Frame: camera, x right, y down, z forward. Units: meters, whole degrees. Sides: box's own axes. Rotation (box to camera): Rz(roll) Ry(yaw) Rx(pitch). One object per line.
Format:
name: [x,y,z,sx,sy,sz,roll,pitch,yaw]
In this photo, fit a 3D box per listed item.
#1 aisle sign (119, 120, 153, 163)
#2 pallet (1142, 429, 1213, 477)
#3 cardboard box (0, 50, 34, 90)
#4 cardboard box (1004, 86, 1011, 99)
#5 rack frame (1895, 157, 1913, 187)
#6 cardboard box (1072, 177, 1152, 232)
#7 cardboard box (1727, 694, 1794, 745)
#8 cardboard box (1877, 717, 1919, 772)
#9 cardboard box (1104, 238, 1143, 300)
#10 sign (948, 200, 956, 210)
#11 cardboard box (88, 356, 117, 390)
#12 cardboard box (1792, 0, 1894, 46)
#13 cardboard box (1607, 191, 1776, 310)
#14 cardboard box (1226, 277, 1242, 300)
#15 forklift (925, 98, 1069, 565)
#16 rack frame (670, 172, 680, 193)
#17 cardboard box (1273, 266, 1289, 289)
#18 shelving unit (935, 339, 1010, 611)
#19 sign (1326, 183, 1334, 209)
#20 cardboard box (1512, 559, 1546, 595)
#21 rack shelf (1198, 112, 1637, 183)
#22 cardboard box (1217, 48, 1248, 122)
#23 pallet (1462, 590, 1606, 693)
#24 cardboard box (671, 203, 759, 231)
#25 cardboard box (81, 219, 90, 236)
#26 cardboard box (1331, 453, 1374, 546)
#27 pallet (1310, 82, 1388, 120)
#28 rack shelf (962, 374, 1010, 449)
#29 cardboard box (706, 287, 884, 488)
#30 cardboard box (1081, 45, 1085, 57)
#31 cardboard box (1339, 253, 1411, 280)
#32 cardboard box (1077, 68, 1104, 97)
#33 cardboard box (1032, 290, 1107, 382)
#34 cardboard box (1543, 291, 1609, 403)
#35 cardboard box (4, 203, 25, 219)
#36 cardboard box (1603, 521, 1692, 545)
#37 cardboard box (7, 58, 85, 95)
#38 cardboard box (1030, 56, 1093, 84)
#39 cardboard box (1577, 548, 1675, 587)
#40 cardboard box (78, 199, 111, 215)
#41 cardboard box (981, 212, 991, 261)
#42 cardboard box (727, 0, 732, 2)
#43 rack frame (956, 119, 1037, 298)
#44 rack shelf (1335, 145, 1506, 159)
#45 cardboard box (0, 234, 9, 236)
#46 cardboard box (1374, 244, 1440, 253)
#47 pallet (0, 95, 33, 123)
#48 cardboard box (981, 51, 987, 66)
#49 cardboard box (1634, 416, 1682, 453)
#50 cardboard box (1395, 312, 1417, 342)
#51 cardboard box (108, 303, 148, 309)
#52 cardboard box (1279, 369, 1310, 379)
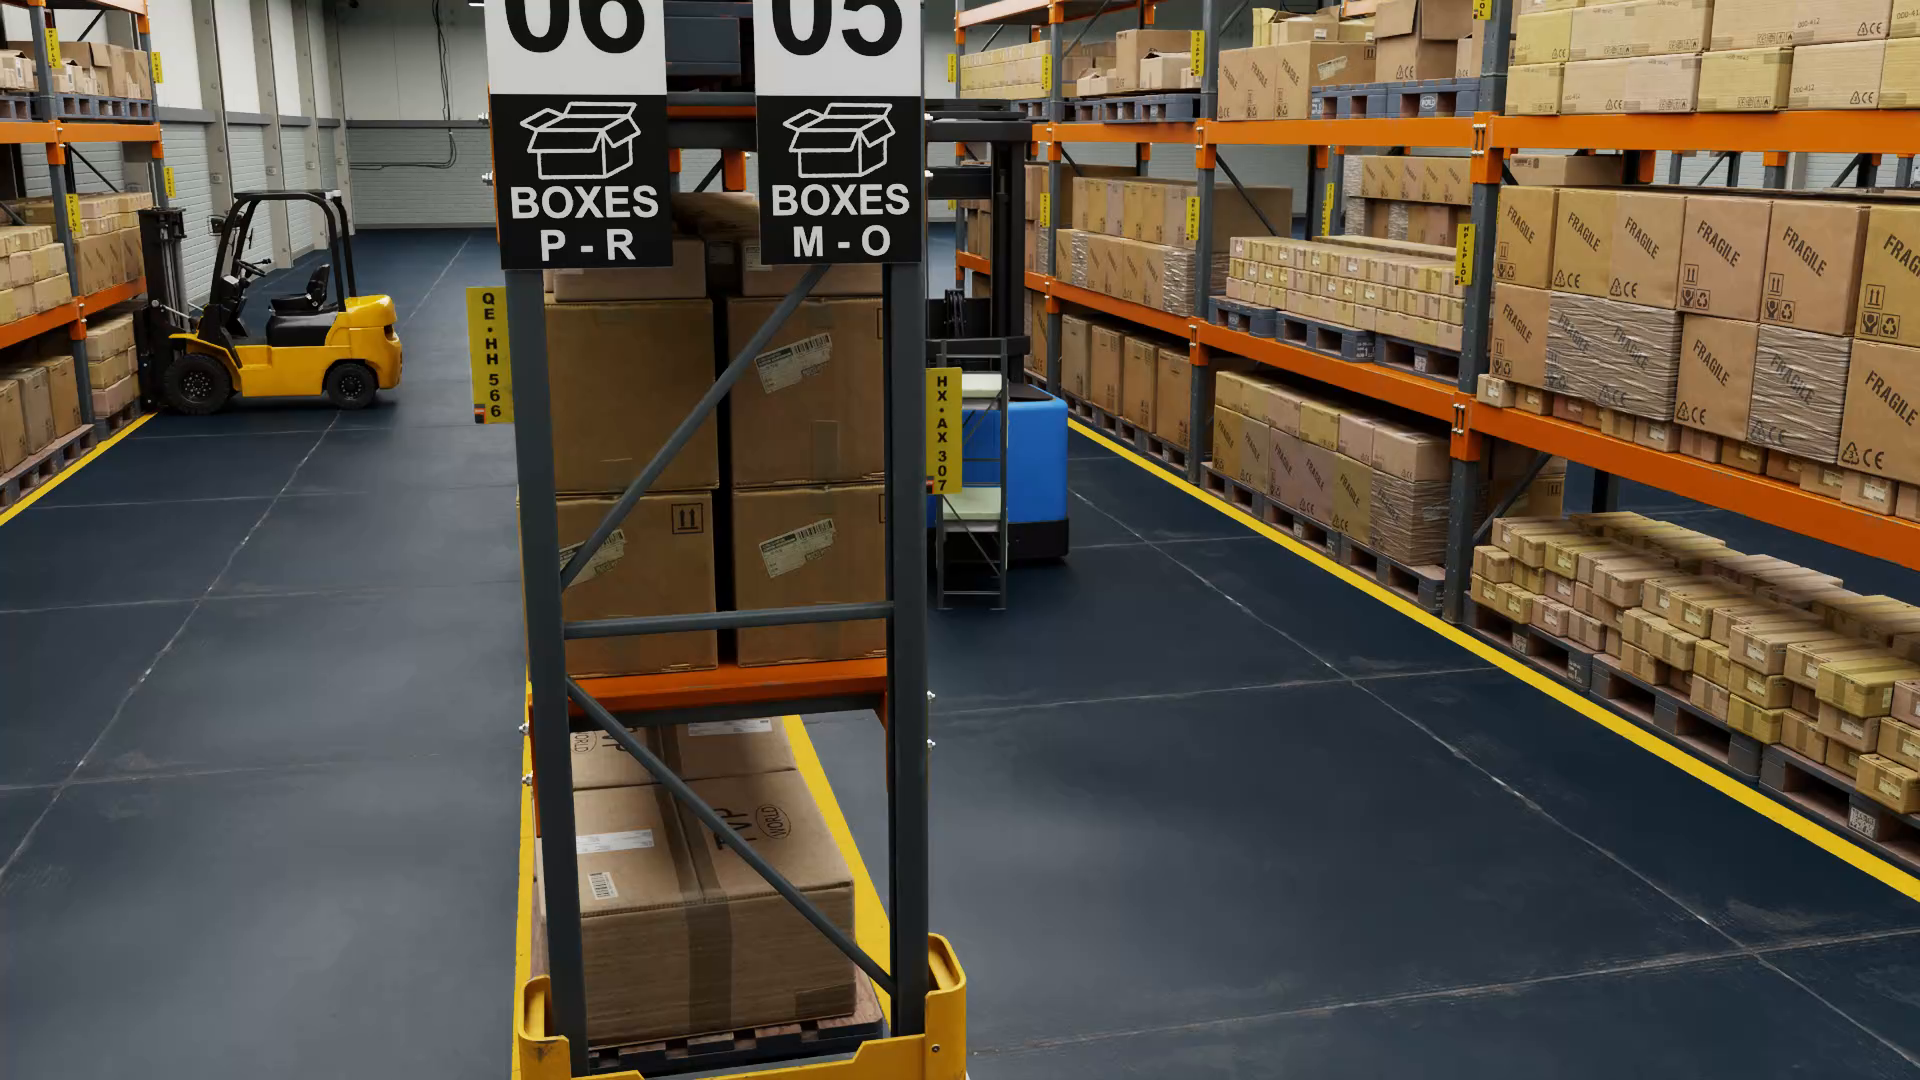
aisle sign: [-8.896,-4.497,18.036,0.394,0.787,0.004,-3,14,-13]
pallet: [2.212,-0.765,14.115,1.003,0.211,1.213,-3,14,-13]
cardboard box: [-7.820,-3.793,13.403,0.500,0.311,0.500,-4,14,-15]
cardboard box: [0.688,-4.804,17.885,0.380,0.149,0.250,-3,14,-14]
rack frame: [11.044,-3.386,18.965,1.000,3.000,0.127,-3,14,-13]
cardboard box: [1.507,-3.277,16.201,0.700,0.500,0.500,-4,14,-14]
cardboard box: [3.548,0.752,7.151,0.380,0.149,0.250,-4,14,-16]
cardboard box: [3.793,0.779,6.413,0.380,0.149,0.250,-4,14,-14]
cardboard box: [1.600,-2.420,14.800,0.500,0.500,0.500,-3,14,-12]
sign: [-0.096,-4.209,20.343,0.100,0.325,0.005,-3,14,-13]
cardboard box: [-8.041,-1.520,15.183,0.500,0.250,0.500,-3,14,-13]
cardboard box: [3.609,-2.044,6.414,0.500,0.250,0.500,-3,14,-12]
cardboard box: [3.358,-1.335,7.629,0.500,0.500,0.500,-3,14,-12]
cardboard box: [2.233,-1.901,12.533,0.380,0.149,0.250,-3,14,-14]
forklift: [-0.154,-1.569,11.673,1.130,2.935,3.031,-3,14,-14]
rack frame: [-2.464,-1.635,11.797,1.000,3.000,0.127,-3,14,-13]
cardboard box: [2.434,-1.856,11.719,0.380,0.149,0.250,-3,14,-13]
shelving unit: [0.076,-0.406,9.927,0.431,1.500,0.755,0,14,1]
sign: [4.763,-4.423,21.386,0.100,0.325,0.005,-3,14,-13]
cardboard box: [3.184,0.180,8.864,0.380,0.149,0.250,-3,14,-13]
rack shelf: [2.794,-2.580,10.863,1.077,0.370,4.000,-3,14,-13]
cardboard box: [2.200,-3.293,12.054,0.500,0.500,0.500,-3,14,-13]
pallet: [3.456,0.497,8.950,1.003,0.211,1.213,-3,14,-13]
cardboard box: [-0.904,-1.209,6.373,0.380,0.149,0.250,-4,14,-14]
cardboard box: [-8.197,-2.850,15.194,0.380,0.149,0.250,-3,14,-13]
cardboard box: [2.725,-0.276,10.618,0.500,0.500,0.500,-4,14,-15]
pallet: [2.976,-2.764,10.497,1.213,0.211,1.003,-3,14,-13]
rack shelf: [0.076,-0.785,9.835,0.431,0.370,0.720,0,14,1]
cardboard box: [-0.421,-0.450,4.631,0.500,0.500,0.500,-4,14,-14]
cardboard box: [1.450,-5.110,17.457,0.380,0.149,0.250,-4,14,-14]
cardboard box: [2.674,-1.764,10.720,0.380,0.149,0.250,-4,14,-16]
cardboard box: [1.284,-4.348,15.770,0.258,0.266,0.396,-4,14,-14]
cardboard box: [1.305,-2.177,17.611,0.875,0.875,0.875,-3,14,-12]
cardboard box: [3.258,-0.962,8.207,0.500,0.500,0.500,-3,14,-13]
cardboard box: [-8.690,-2.965,15.040,0.380,0.149,0.250,-3,14,-14]
cardboard box: [3.699,0.005,8.954,0.380,0.149,0.250,-3,14,-12]
cardboard box: [-8.186,-4.152,14.872,0.500,0.311,0.500,-3,14,-12]
cardboard box: [1.020,-4.737,16.770,0.500,0.250,0.500,-3,14,-14]
cardboard box: [3.341,0.153,8.348,0.380,0.149,0.250,-4,14,-15]
cardboard box: [-8.469,-3.227,16.112,0.380,0.149,0.250,-3,14,-13]
cardboard box: [0.736,-3.507,19.146,0.875,0.550,0.550,-3,14,-13]
cardboard box: [-0.778,-1.525,4.248,0.500,0.250,0.500,-5,14,-18]
rack frame: [0.445,-3.779,20.576,1.000,3.000,0.127,-3,14,-13]
rack shelf: [5.760,-4.679,19.453,1.077,0.370,4.000,-3,14,-13]
cardboard box: [-7.602,-2.284,12.878,0.380,0.149,0.250,-3,14,-13]
cardboard box: [3.121,-1.981,11.608,0.380,0.149,0.250,-3,14,-13]
pallet: [-8.007,-3.441,13.275,0.805,0.209,1.217,-4,14,-15]
cardboard box: [0.452,-5.425,18.746,0.380,0.149,0.250,-4,14,-14]
cardboard box: [3.369,-0.504,7.700,0.380,0.149,0.250,-3,14,-11]
cardboard box: [2.860,-1.291,10.036,0.380,0.149,0.250,-3,14,-13]
cardboard box: [-8.629,-2.350,17.529,0.500,0.250,0.500,-3,14,-12]
cardboard box: [2.740,-1.145,12.594,0.500,0.250,0.500,-4,14,-15]
